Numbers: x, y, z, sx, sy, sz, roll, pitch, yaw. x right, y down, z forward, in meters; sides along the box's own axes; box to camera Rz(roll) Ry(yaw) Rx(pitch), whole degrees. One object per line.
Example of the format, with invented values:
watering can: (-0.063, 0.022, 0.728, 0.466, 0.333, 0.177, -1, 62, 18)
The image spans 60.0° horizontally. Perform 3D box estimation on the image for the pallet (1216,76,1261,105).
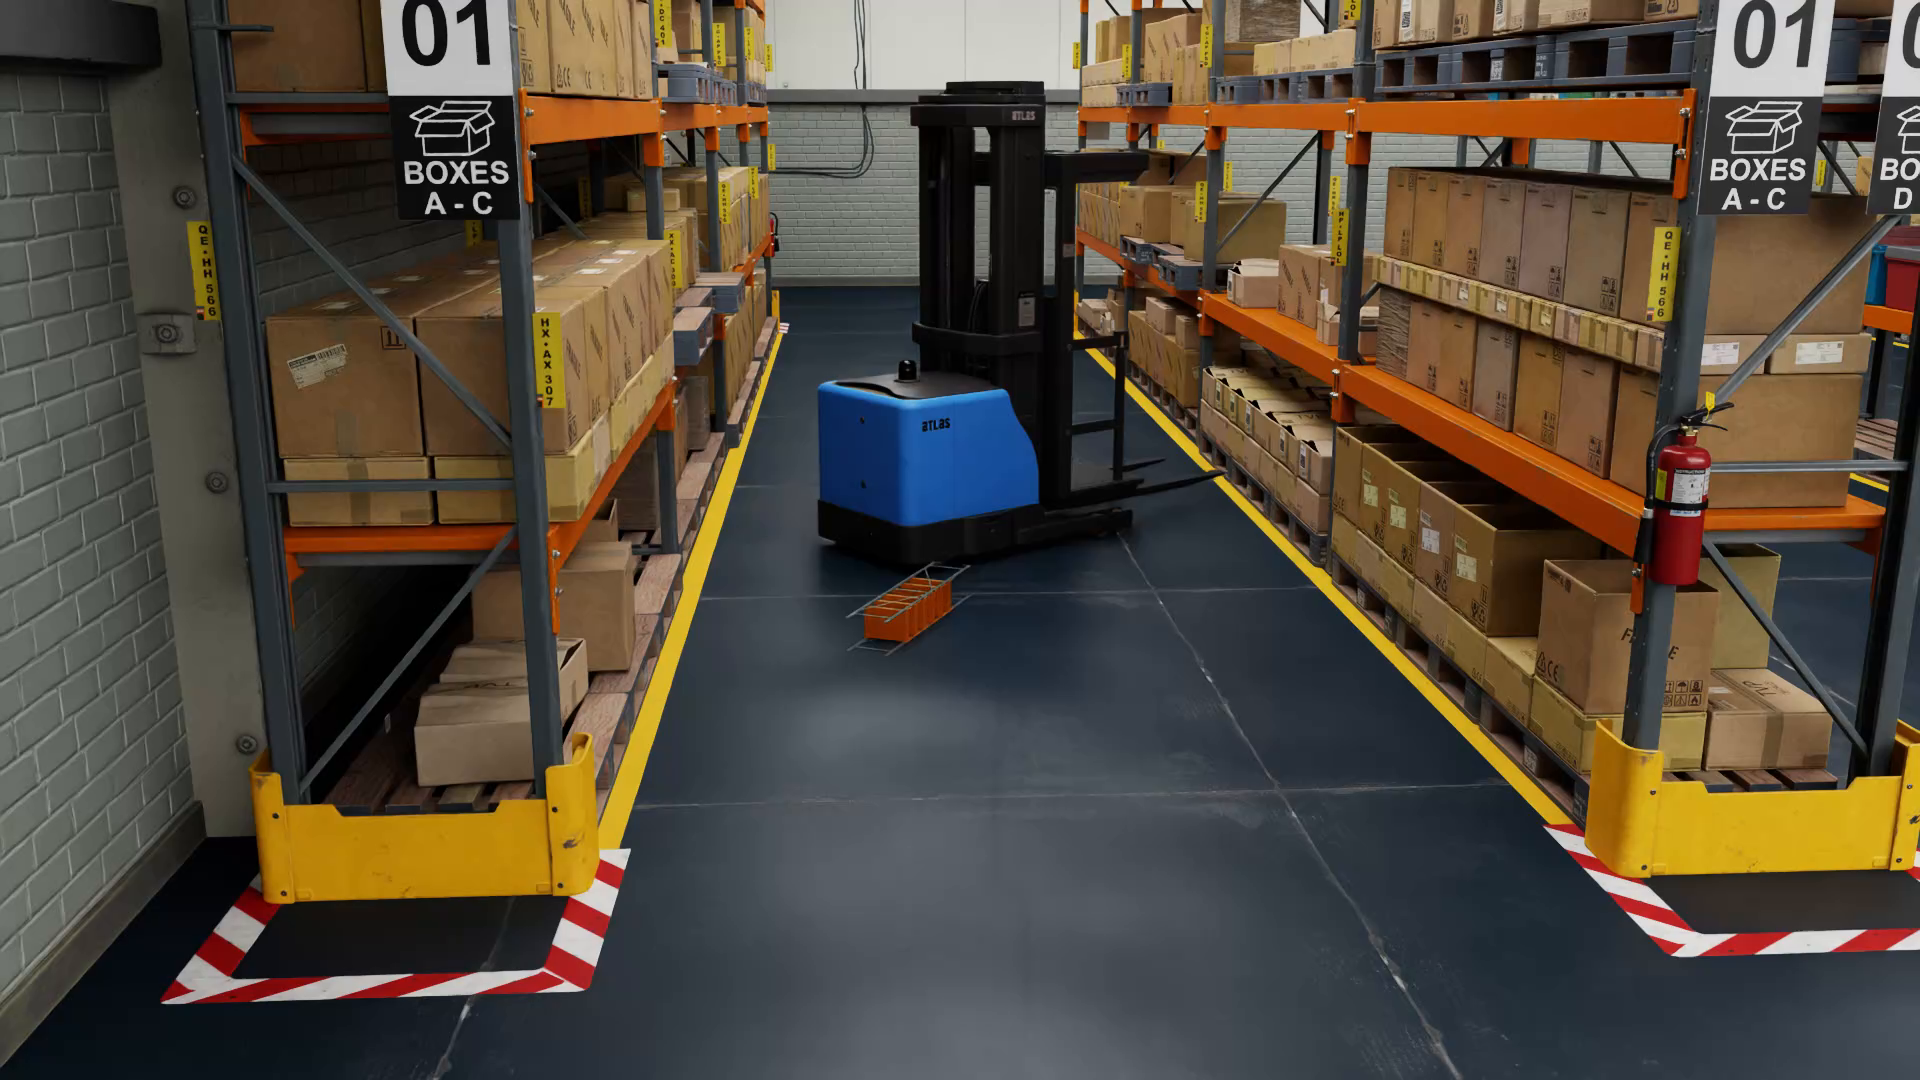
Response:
pallet: (2.643, -3.441, 12.742, 1.213, 0.211, 1.003, 0, 14, -1)

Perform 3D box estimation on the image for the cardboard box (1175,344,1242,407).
cardboard box: (2.219, -1.479, 14.889, 0.500, 0.500, 0.500, 0, 14, -1)

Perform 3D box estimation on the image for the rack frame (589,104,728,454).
rack frame: (-2.433, -2.170, 13.442, 1.000, 3.000, 0.127, -1, 14, -3)

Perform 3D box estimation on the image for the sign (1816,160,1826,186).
sign: (11.349, -4.840, 21.921, 0.100, 0.325, 0.005, -1, 14, -3)

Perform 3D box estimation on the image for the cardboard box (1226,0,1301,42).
cardboard box: (2.491, -4.342, 13.654, 0.500, 0.500, 0.500, -1, 14, -3)

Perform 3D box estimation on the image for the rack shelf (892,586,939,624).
rack shelf: (-0.251, 0.356, 9.253, 0.258, 0.180, 0.103, 6, 15, 21)

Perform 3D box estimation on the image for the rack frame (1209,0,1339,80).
rack frame: (2.511, -5.153, 12.995, 1.000, 3.000, 0.127, -1, 14, -3)

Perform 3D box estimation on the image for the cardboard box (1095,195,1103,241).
cardboard box: (1.875, -3.794, 19.551, 0.500, 0.500, 0.500, -1, 14, -3)

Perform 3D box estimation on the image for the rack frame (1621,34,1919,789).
rack frame: (3.007, -0.258, 6.010, 1.000, 3.000, 0.127, -1, 14, -3)

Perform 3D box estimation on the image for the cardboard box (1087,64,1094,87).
cardboard box: (1.812, -5.603, 20.062, 0.500, 0.250, 0.500, -1, 14, -3)

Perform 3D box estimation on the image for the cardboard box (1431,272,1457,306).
cardboard box: (2.647, -1.292, 8.524, 0.380, 0.149, 0.250, -1, 14, -5)

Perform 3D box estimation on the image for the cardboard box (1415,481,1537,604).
cardboard box: (2.570, 0.005, 8.156, 0.500, 0.500, 0.500, -1, 14, -3)

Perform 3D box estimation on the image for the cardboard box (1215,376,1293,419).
cardboard box: (2.292, -1.126, 12.932, 0.500, 0.311, 0.500, -1, 14, -5)

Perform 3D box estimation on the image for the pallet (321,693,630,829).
pallet: (-1.957, 0.948, 6.917, 1.003, 0.211, 1.213, -1, 14, -3)

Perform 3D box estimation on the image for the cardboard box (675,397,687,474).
cardboard box: (-2.361, -0.741, 12.022, 0.700, 0.500, 0.500, -1, 14, -4)

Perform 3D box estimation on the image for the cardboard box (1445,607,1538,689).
cardboard box: (2.603, 0.493, 7.766, 0.500, 0.250, 0.500, -1, 14, -3)

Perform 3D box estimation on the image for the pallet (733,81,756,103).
pallet: (-2.721, -4.778, 17.737, 1.003, 0.211, 1.213, -1, 14, -3)

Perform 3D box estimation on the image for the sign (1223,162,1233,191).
sign: (2.817, -3.813, 17.501, 0.100, 0.325, 0.005, -1, 14, -3)

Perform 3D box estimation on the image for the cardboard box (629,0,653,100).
cardboard box: (-1.907, -2.564, 8.711, 0.500, 0.500, 0.500, 0, 14, -2)

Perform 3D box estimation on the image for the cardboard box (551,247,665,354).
cardboard box: (-1.810, -1.239, 8.577, 0.500, 0.500, 0.500, -1, 14, -4)

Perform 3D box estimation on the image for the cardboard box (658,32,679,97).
cardboard box: (-2.445, -3.359, 11.794, 0.797, 0.503, 0.637, 1, 14, 4)

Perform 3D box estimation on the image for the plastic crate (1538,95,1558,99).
plastic crate: (6.749, -4.953, 18.768, 0.293, 0.136, 0.466, -1, 14, -3)

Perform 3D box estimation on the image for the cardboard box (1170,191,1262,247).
cardboard box: (2.434, -3.056, 15.840, 0.700, 0.500, 0.500, -5, 15, -18)

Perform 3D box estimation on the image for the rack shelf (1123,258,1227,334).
rack shelf: (2.387, -2.397, 15.765, 1.077, 0.370, 4.000, -1, 14, -3)

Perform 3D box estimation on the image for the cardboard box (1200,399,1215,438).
cardboard box: (2.251, -0.985, 13.509, 0.500, 0.250, 0.500, -1, 14, -4)

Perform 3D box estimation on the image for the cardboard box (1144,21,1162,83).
cardboard box: (2.221, -4.869, 16.666, 0.600, 0.600, 0.600, -2, 15, -9)

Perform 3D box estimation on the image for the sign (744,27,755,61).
sign: (-2.140, -5.031, 16.872, 0.100, 0.325, 0.005, -1, 14, -3)

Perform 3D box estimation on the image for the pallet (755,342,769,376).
pallet: (-2.650, -2.005, 18.395, 1.003, 0.211, 1.213, -1, 14, -3)

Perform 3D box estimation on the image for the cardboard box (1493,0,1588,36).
cardboard box: (2.638, -2.359, 7.212, 0.500, 0.311, 0.500, 1, 14, 3)

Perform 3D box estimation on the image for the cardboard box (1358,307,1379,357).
cardboard box: (2.685, -1.302, 10.368, 0.500, 0.250, 0.500, 0, 14, 0)

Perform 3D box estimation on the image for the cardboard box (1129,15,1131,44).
cardboard box: (2.269, -5.599, 18.540, 0.700, 0.500, 0.500, -1, 14, -3)

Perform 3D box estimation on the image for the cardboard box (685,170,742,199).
cardboard box: (-2.343, -3.364, 15.738, 0.500, 0.250, 0.500, -1, 14, -2)

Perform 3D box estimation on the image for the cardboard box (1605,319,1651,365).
cardboard box: (2.775, -0.778, 6.527, 0.380, 0.149, 0.250, -1, 14, -2)

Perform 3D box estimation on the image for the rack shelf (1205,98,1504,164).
rack shelf: (2.635, -2.855, 11.525, 1.077, 0.370, 4.000, -1, 14, -3)

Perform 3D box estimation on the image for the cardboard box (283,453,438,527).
cardboard box: (-2.159, -0.231, 6.165, 0.500, 0.250, 0.500, -1, 14, -3)

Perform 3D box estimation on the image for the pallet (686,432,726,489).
pallet: (-2.386, -0.625, 13.034, 1.003, 0.211, 1.213, -1, 14, -3)

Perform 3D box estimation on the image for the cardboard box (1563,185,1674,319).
cardboard box: (2.949, -1.195, 6.847, 0.700, 0.500, 0.500, -1, 14, -5)

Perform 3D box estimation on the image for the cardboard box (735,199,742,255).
cardboard box: (-2.300, -2.880, 15.364, 0.500, 0.500, 0.500, 0, 14, -2)

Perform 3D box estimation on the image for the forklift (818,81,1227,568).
forklift: (0.542, -1.525, 11.073, 3.031, 2.935, 1.130, -11, 18, -37)

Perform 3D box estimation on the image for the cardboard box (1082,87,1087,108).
cardboard box: (1.794, -5.486, 20.608, 0.500, 0.250, 0.500, -1, 14, -3)

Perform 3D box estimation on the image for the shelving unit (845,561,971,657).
shelving unit: (-0.267, 0.367, 9.213, 0.258, 0.189, 1.200, 6, 15, 21)

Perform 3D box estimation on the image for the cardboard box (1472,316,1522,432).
cardboard box: (2.892, -0.808, 7.945, 0.700, 0.500, 0.500, 0, 14, -2)

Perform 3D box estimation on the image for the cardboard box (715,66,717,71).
cardboard box: (-2.637, -4.521, 15.475, 0.700, 0.500, 0.500, -1, 14, -4)

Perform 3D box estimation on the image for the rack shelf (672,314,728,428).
rack shelf: (-2.309, -1.324, 11.598, 1.077, 0.370, 4.000, -1, 14, -3)

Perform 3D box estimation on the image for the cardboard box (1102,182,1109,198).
cardboard box: (1.908, -4.150, 18.927, 0.500, 0.500, 0.500, -1, 14, -3)

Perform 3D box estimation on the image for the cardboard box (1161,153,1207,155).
cardboard box: (2.483, -4.025, 18.443, 0.500, 0.500, 0.500, -1, 14, -5)

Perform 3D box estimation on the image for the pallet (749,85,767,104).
pallet: (-2.872, -5.385, 20.095, 1.003, 0.211, 1.213, -1, 14, -3)

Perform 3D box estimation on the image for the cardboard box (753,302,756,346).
cardboard box: (-2.625, -2.345, 18.296, 0.700, 0.500, 0.500, -1, 14, -3)

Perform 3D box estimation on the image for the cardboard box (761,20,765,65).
cardboard box: (-2.611, -5.977, 19.970, 0.500, 0.500, 0.500, -1, 14, -4)

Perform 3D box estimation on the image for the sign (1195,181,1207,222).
sign: (1.970, -2.759, 13.566, 0.100, 0.325, 0.005, -1, 14, -3)

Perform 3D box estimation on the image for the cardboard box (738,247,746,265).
cardboard box: (-2.292, -2.781, 16.279, 0.380, 0.149, 0.250, -1, 14, -3)

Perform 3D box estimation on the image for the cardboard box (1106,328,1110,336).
cardboard box: (1.862, -2.305, 18.802, 0.380, 0.149, 0.250, -1, 14, -3)

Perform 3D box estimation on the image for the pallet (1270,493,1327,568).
pallet: (2.674, -0.085, 10.933, 1.003, 0.211, 1.213, -1, 14, -3)

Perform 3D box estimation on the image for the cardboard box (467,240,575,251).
cardboard box: (-2.364, -1.356, 9.031, 0.500, 0.500, 0.500, -1, 14, -5)

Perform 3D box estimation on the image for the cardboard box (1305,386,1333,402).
cardboard box: (2.857, -1.010, 12.481, 0.500, 0.311, 0.500, -1, 14, -4)

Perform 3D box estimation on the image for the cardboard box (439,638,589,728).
cardboard box: (-1.925, 0.593, 7.214, 0.500, 0.311, 0.500, 0, 14, 1)

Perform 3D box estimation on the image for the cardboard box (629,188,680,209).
cardboard box: (-2.381, -2.661, 12.962, 0.380, 0.149, 0.250, -3, 15, -11)
